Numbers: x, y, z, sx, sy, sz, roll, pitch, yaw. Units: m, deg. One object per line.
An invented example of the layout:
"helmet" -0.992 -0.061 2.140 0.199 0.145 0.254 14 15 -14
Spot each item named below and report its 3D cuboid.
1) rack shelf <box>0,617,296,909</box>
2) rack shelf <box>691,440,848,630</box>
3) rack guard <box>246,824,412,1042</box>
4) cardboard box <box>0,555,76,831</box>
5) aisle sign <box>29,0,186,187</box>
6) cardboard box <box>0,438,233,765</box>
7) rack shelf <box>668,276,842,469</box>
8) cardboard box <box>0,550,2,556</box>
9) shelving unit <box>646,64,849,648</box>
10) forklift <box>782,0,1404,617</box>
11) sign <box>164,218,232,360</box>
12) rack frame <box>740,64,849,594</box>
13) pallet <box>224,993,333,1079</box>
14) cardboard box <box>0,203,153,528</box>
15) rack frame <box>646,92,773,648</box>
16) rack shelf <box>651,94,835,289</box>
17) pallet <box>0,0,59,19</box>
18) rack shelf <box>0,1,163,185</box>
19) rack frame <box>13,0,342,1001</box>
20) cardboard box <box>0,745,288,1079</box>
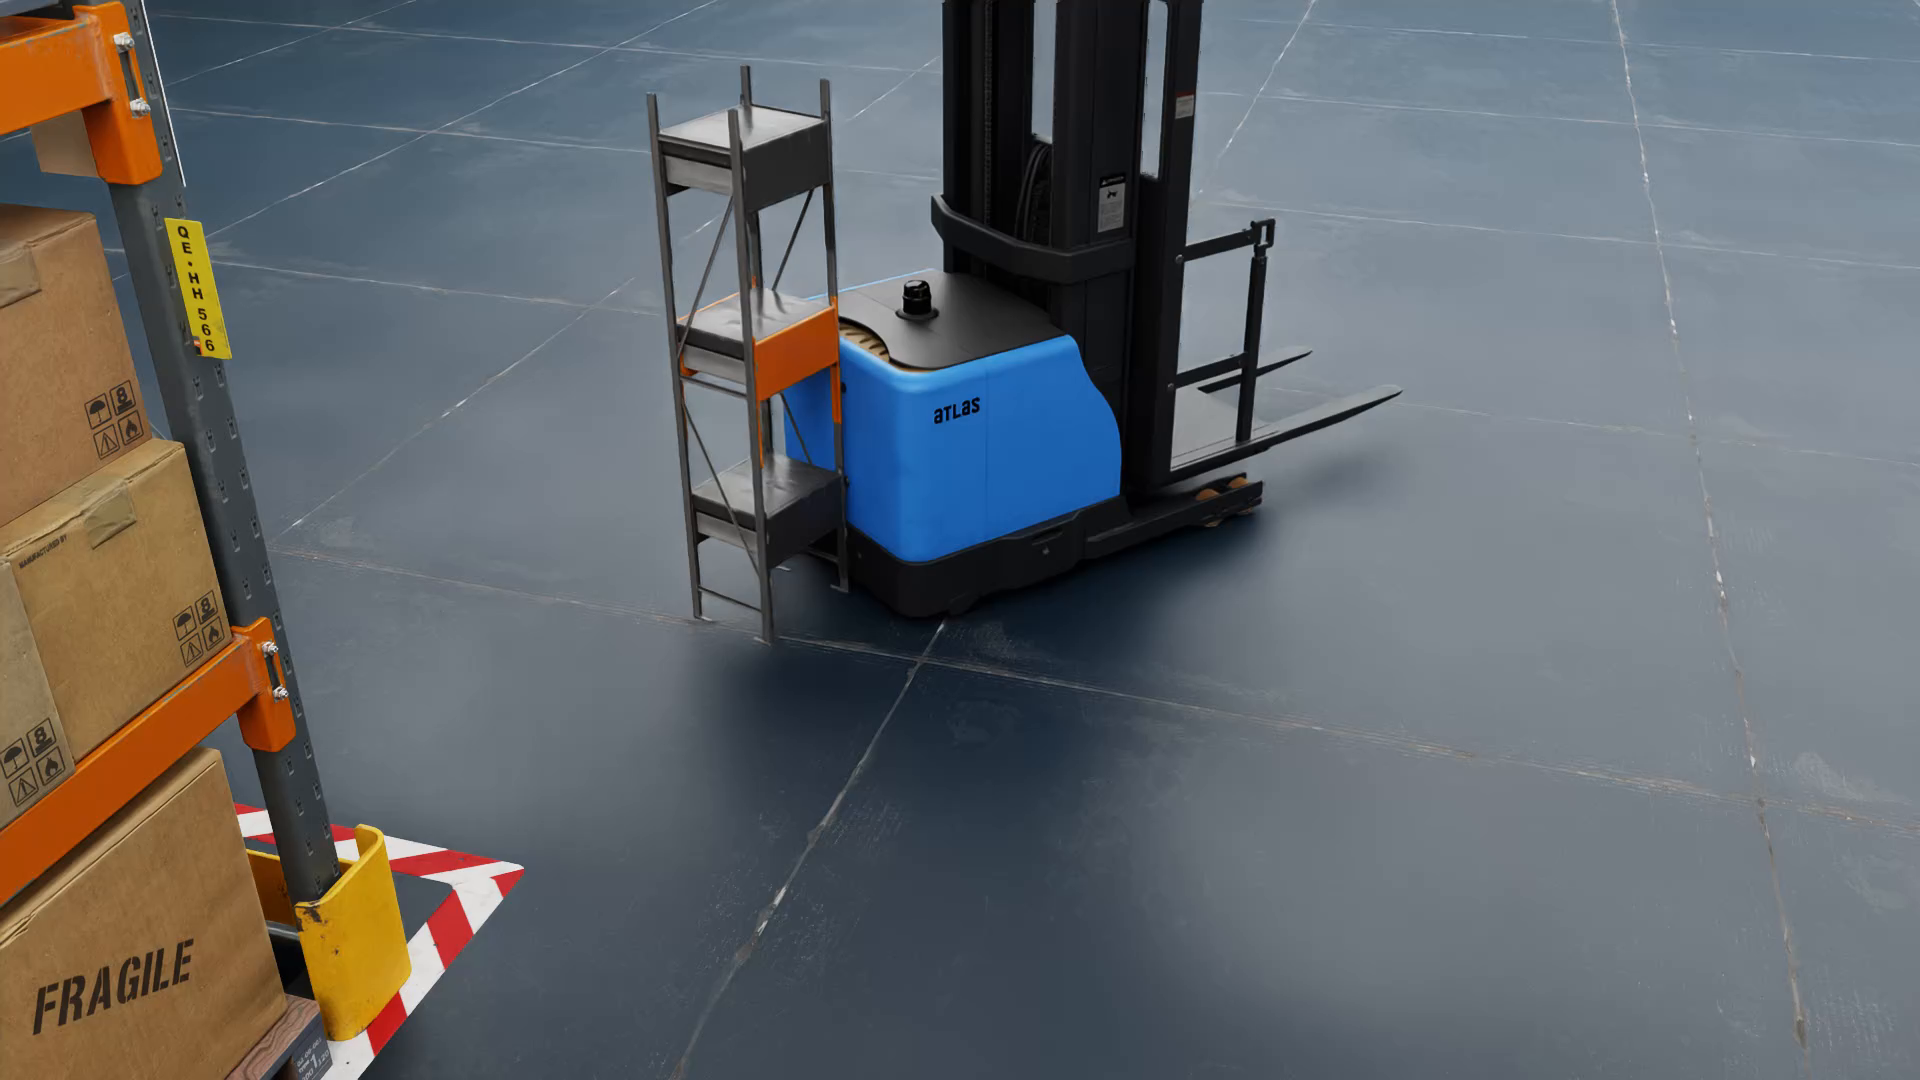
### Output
"rack shelf" -2.817 1.207 2.735 1.077 0.370 4.000 8 30 15
"rack shelf" -0.764 -0.029 6.610 0.431 0.518 0.480 18 34 29
"rack guard" -2.223 1.044 4.858 1.175 0.500 0.348 8 30 15
"cardboard box" -2.436 0.335 3.407 0.875 0.550 0.550 8 30 15
"aisle sign" -1.922 -1.163 3.581 0.394 0.787 0.004 8 30 15
"cardboard box" -2.295 0.077 3.873 0.875 0.550 0.550 8 30 15
"rack shelf" -0.764 -0.641 6.270 0.431 0.518 0.480 18 34 29
"cardboard box" -2.449 -0.139 3.148 0.875 0.550 0.550 8 30 15
"shelving unit" -0.764 -0.653 6.263 0.431 2.100 0.503 18 34 29
"forklift" 0.740 -1.527 6.980 3.031 2.935 1.130 -19 34 -30
"sign" -1.715 -0.562 3.741 0.100 0.325 0.005 8 30 15
"rack frame" -0.627 -0.751 6.440 0.400 2.100 0.015 18 34 29
"pallet" -2.390 1.565 4.221 1.003 0.211 1.213 8 30 15
"cardboard box" -2.376 -0.407 3.632 0.875 0.550 0.550 8 30 15
"rack frame" -0.901 -0.554 6.087 0.400 2.100 0.015 18 34 29
"rack shelf" -0.764 -1.252 5.929 0.431 0.518 0.480 18 34 29
"pallet" -2.438 -0.963 2.901 1.003 0.211 1.213 8 30 15
"rack shelf" -2.817 -0.104 2.006 1.077 0.370 4.000 8 30 15
"rack frame" -2.230 -0.037 4.231 1.000 3.000 0.127 8 30 15
"cardboard box" -2.366 1.033 4.062 0.875 0.875 0.875 9 30 15
